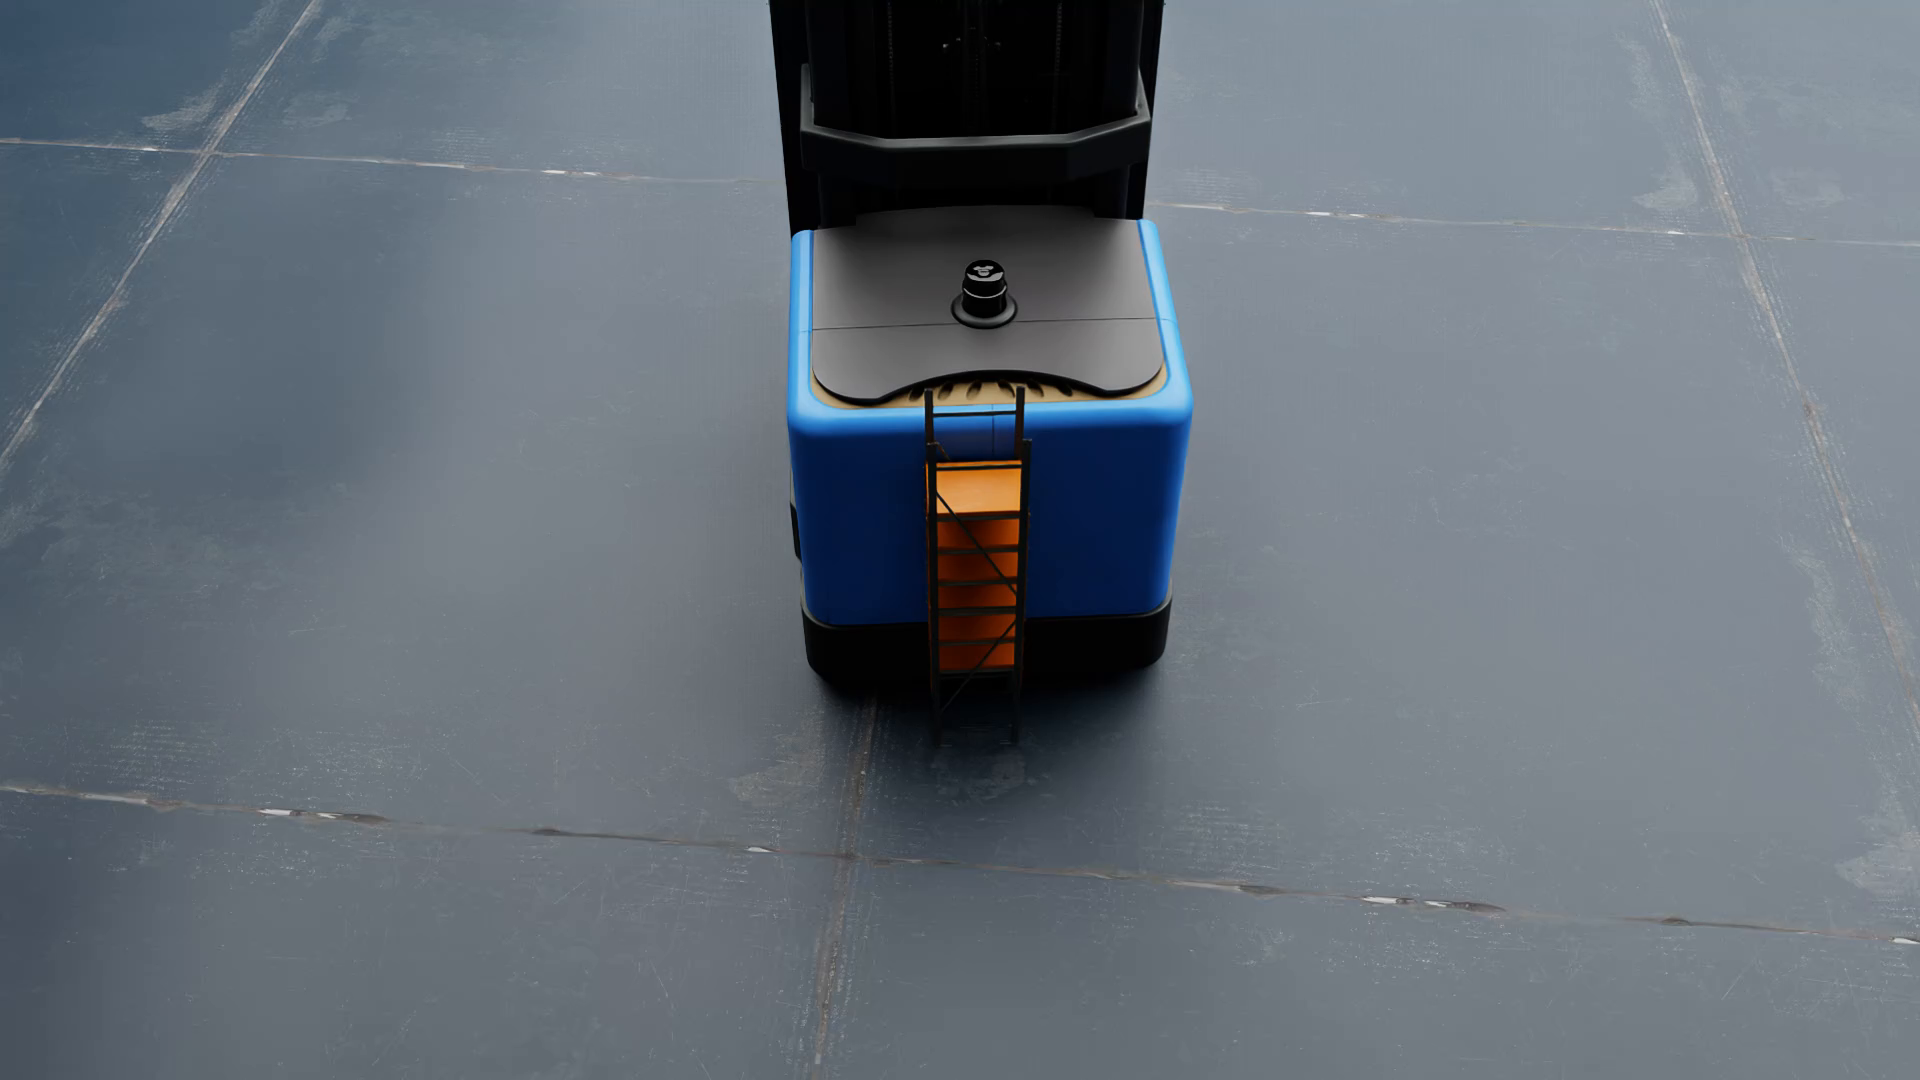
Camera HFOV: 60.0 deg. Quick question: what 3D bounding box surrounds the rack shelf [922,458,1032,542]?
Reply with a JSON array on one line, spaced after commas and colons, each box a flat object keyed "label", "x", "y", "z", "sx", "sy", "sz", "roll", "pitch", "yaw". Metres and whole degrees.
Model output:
[{"label": "rack shelf", "x": 0.040, "y": -0.101, "z": 4.102, "sx": 0.258, "sy": 0.103, "sz": 0.180, "roll": -2, "pitch": 48, "yaw": -2}]

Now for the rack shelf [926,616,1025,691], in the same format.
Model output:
[{"label": "rack shelf", "x": 0.040, "y": 0.304, "z": 4.545, "sx": 0.258, "sy": 0.103, "sz": 0.180, "roll": -2, "pitch": 48, "yaw": -2}]

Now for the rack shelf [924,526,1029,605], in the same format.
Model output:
[{"label": "rack shelf", "x": 0.040, "y": 0.061, "z": 4.279, "sx": 0.258, "sy": 0.103, "sz": 0.180, "roll": -2, "pitch": 48, "yaw": -2}]

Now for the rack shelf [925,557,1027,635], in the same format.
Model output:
[{"label": "rack shelf", "x": 0.040, "y": 0.142, "z": 4.367, "sx": 0.258, "sy": 0.103, "sz": 0.180, "roll": -2, "pitch": 48, "yaw": -2}]

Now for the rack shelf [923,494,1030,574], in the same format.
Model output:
[{"label": "rack shelf", "x": 0.040, "y": -0.020, "z": 4.190, "sx": 0.258, "sy": 0.103, "sz": 0.180, "roll": -2, "pitch": 48, "yaw": -2}]

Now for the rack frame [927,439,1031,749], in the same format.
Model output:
[{"label": "rack frame", "x": 0.045, "y": 0.179, "z": 4.273, "sx": 0.240, "sy": 1.200, "sz": 0.006, "roll": -2, "pitch": 48, "yaw": -2}]

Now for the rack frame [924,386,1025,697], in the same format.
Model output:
[{"label": "rack frame", "x": 0.035, "y": 0.044, "z": 4.396, "sx": 0.240, "sy": 1.200, "sz": 0.006, "roll": -2, "pitch": 48, "yaw": -2}]

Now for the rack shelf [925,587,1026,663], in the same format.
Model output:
[{"label": "rack shelf", "x": 0.040, "y": 0.223, "z": 4.456, "sx": 0.258, "sy": 0.103, "sz": 0.180, "roll": -2, "pitch": 48, "yaw": -2}]

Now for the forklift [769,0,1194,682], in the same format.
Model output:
[{"label": "forklift", "x": 0.005, "y": -1.664, "z": 4.786, "sx": 1.130, "sy": 2.935, "sz": 3.031, "roll": -2, "pitch": 48, "yaw": -2}]

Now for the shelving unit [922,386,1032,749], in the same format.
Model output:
[{"label": "shelving unit", "x": 0.040, "y": 0.112, "z": 4.335, "sx": 0.258, "sy": 1.200, "sz": 0.189, "roll": -2, "pitch": 48, "yaw": -2}]
